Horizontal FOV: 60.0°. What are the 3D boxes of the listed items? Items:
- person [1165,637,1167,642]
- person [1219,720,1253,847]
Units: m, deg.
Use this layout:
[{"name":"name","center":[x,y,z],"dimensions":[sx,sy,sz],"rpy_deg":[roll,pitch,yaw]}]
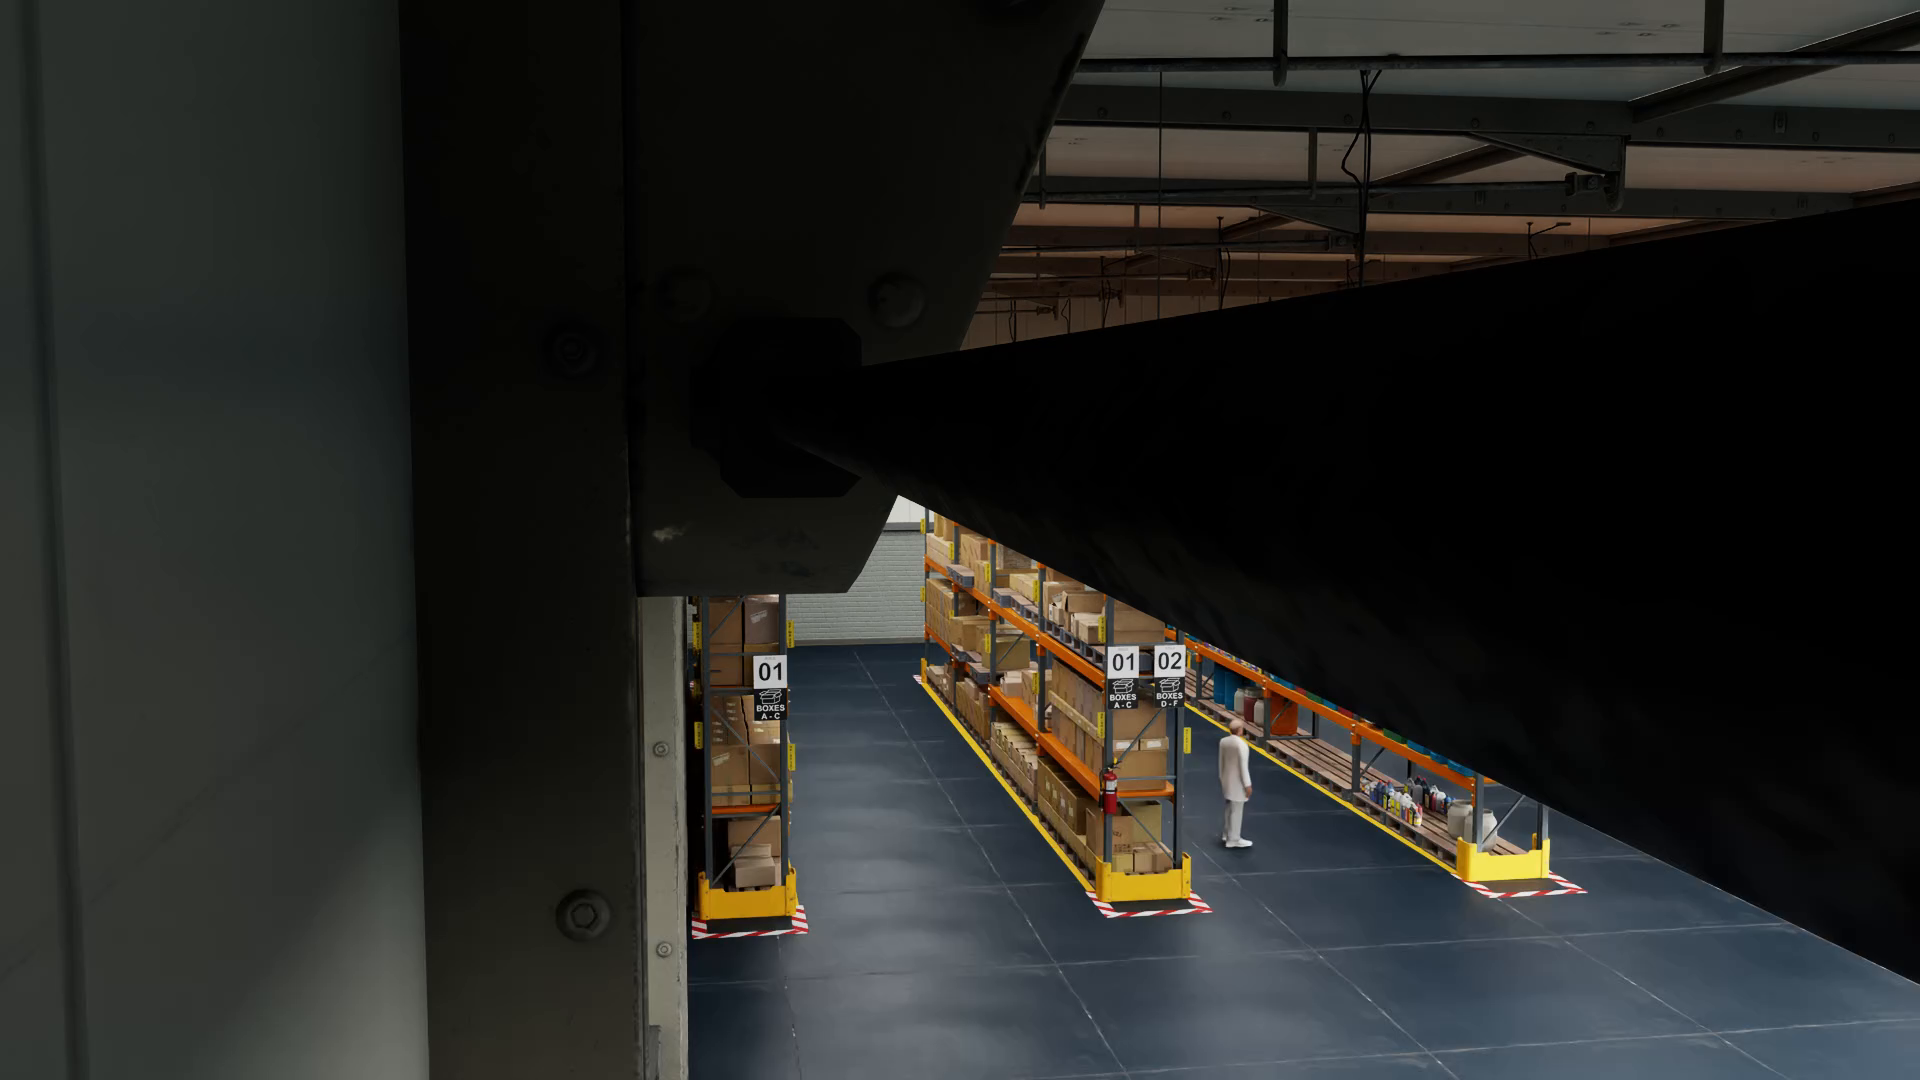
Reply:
[{"name":"person","center":[4.772,2.090,39.139],"dimensions":[0.428,1.582,0.573],"rpy_deg":[3,6,34]},{"name":"person","center":[3.913,3.418,23.289],"dimensions":[0.462,1.822,0.681],"rpy_deg":[-2,5,-24]}]
